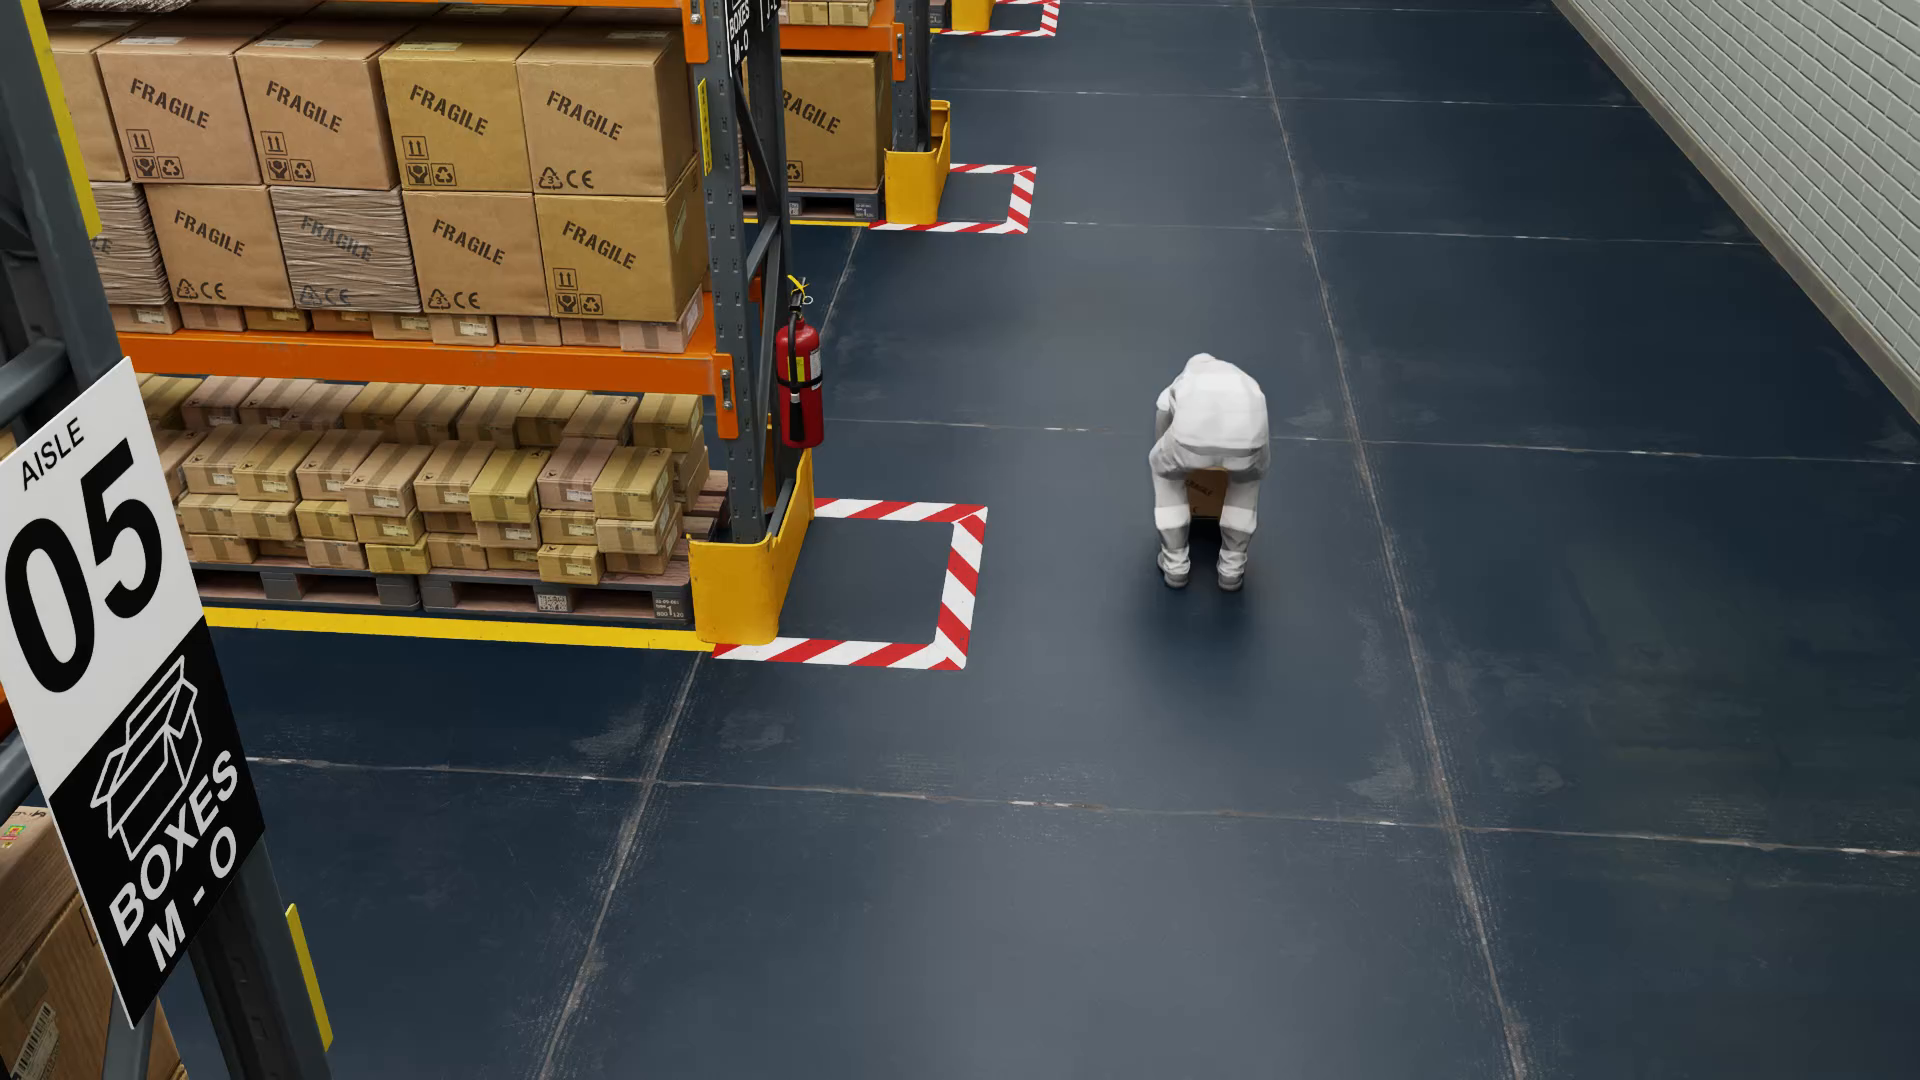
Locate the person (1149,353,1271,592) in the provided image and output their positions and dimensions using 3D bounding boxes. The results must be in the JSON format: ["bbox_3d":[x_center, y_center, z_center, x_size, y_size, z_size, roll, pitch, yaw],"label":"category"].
[{"bbox_3d":[1.103,-0.372,7.452,0.526,1.010,0.952,1,32,2],"label":"person"}]
